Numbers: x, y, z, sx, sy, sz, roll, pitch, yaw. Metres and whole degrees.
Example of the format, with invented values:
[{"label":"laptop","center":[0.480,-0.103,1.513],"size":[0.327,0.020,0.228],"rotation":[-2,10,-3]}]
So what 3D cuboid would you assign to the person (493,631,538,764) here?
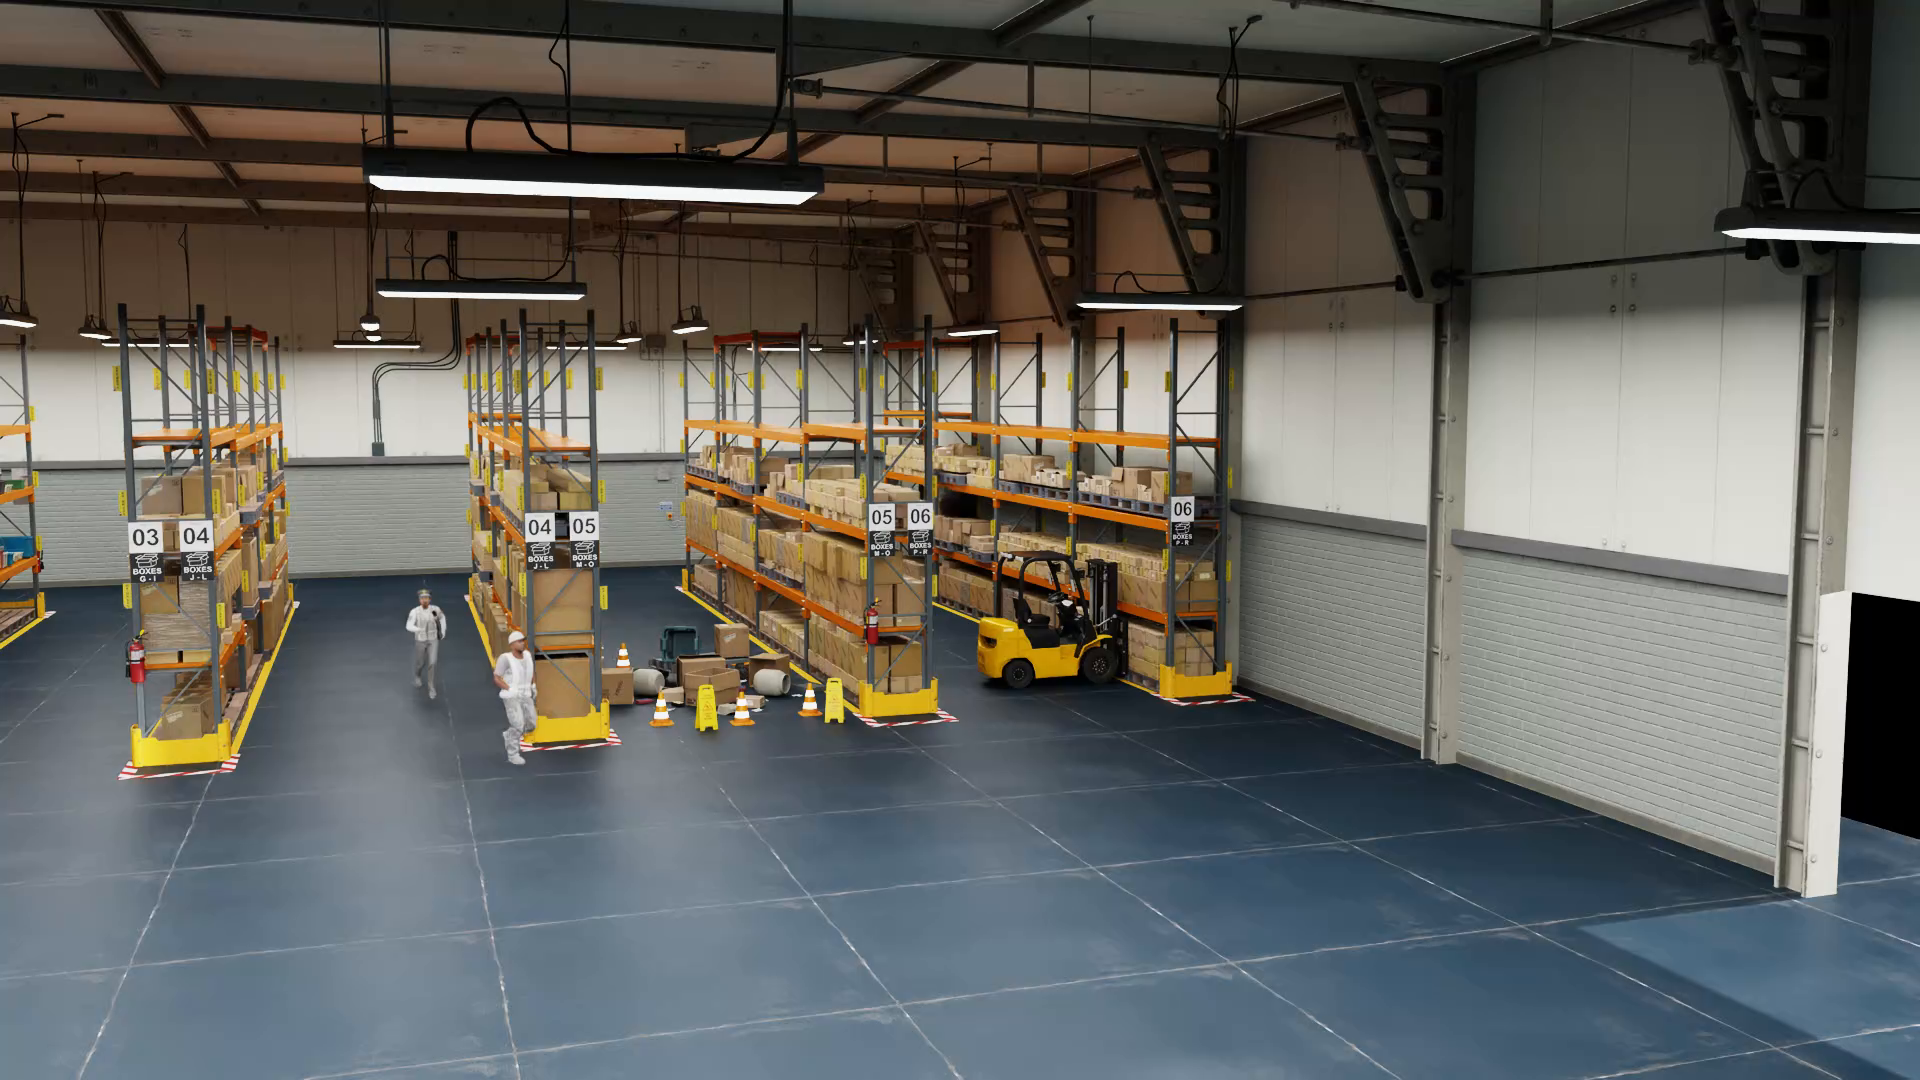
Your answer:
[{"label":"person","center":[-5.845,2.066,21.955],"size":[0.640,1.742,0.729],"rotation":[3,6,32]}]

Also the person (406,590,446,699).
[{"label":"person","center":[-8.562,1.632,26.705],"size":[0.622,1.710,0.937],"rotation":[-2,6,-22]}]
